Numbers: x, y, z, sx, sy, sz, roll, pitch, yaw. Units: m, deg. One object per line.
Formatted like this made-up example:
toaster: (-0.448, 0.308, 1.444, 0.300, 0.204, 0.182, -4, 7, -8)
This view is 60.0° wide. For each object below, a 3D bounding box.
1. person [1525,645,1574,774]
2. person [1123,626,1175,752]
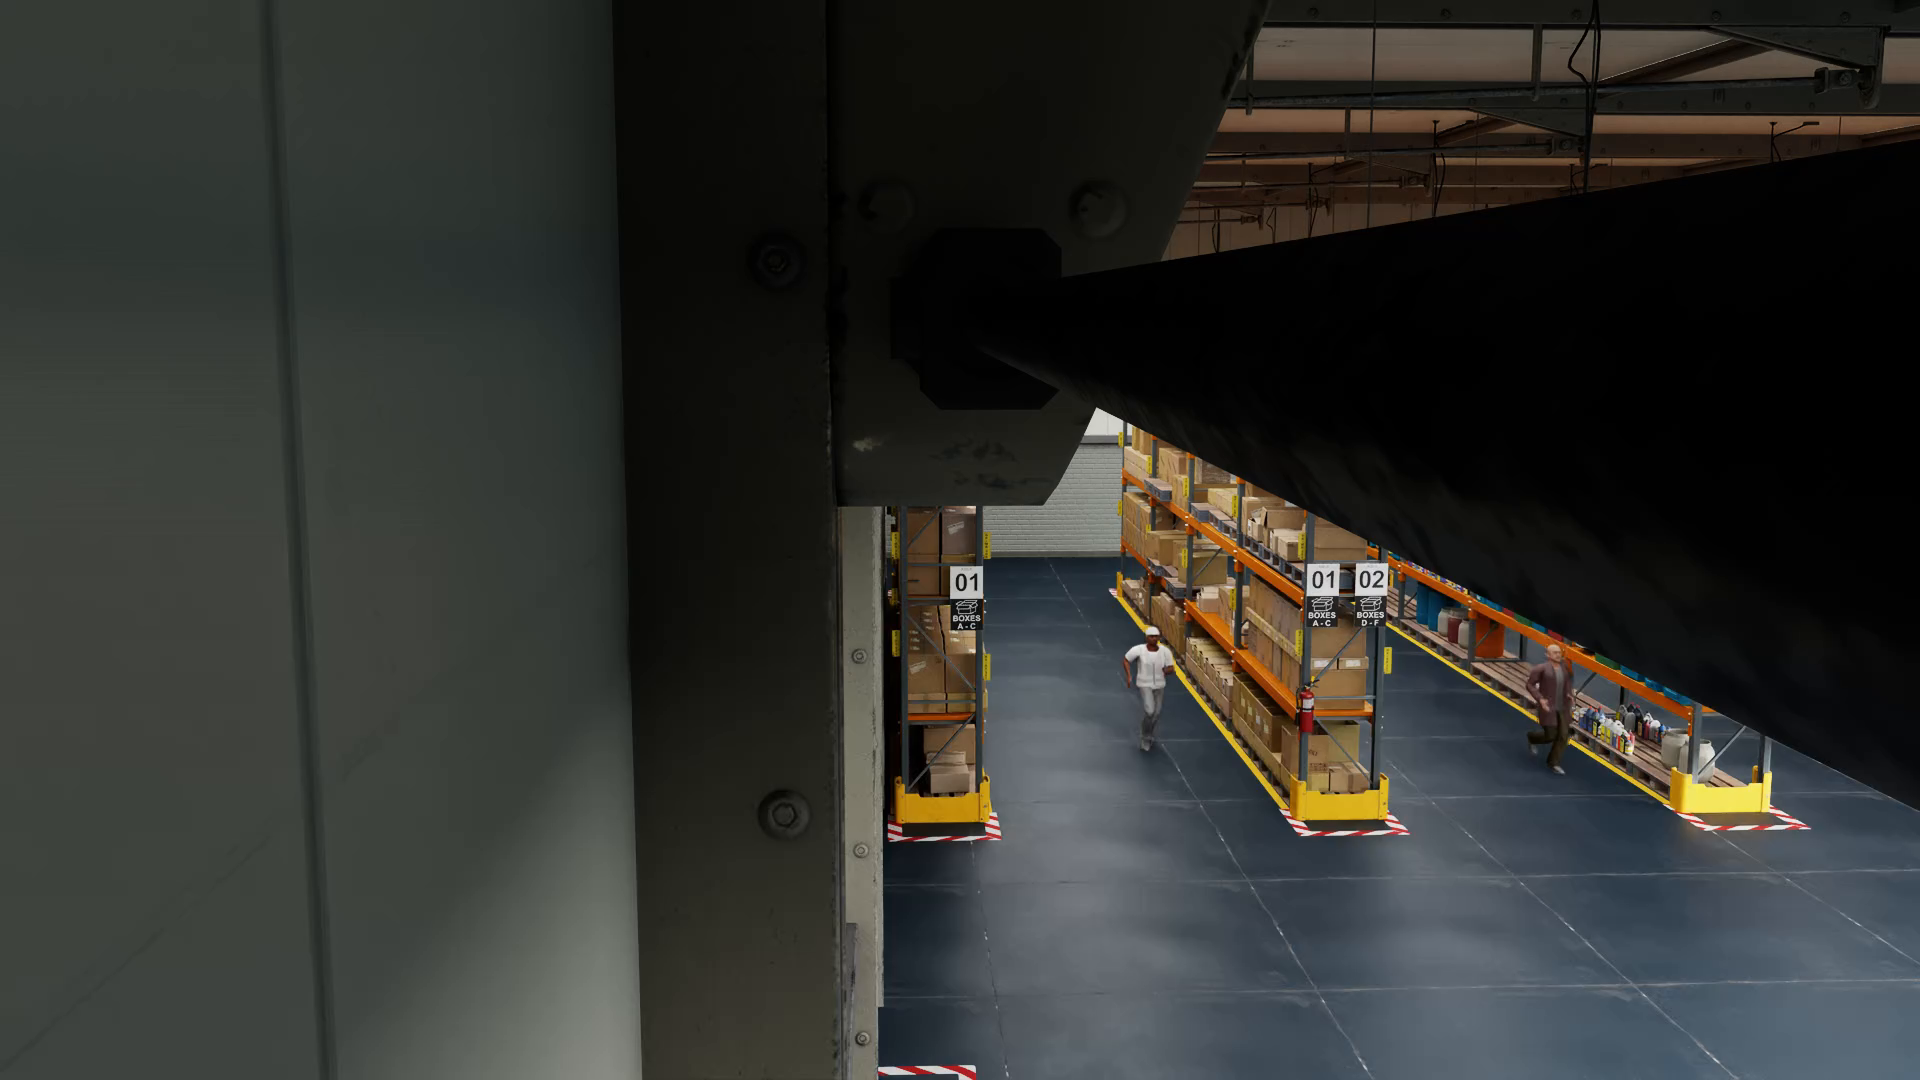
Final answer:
person: (8.097, 2.287, 22.788, 0.711, 1.743, 0.756, -2, 8, -14)
person: (2.739, 2.128, 23.818, 0.671, 1.798, 0.728, -2, 8, -13)
